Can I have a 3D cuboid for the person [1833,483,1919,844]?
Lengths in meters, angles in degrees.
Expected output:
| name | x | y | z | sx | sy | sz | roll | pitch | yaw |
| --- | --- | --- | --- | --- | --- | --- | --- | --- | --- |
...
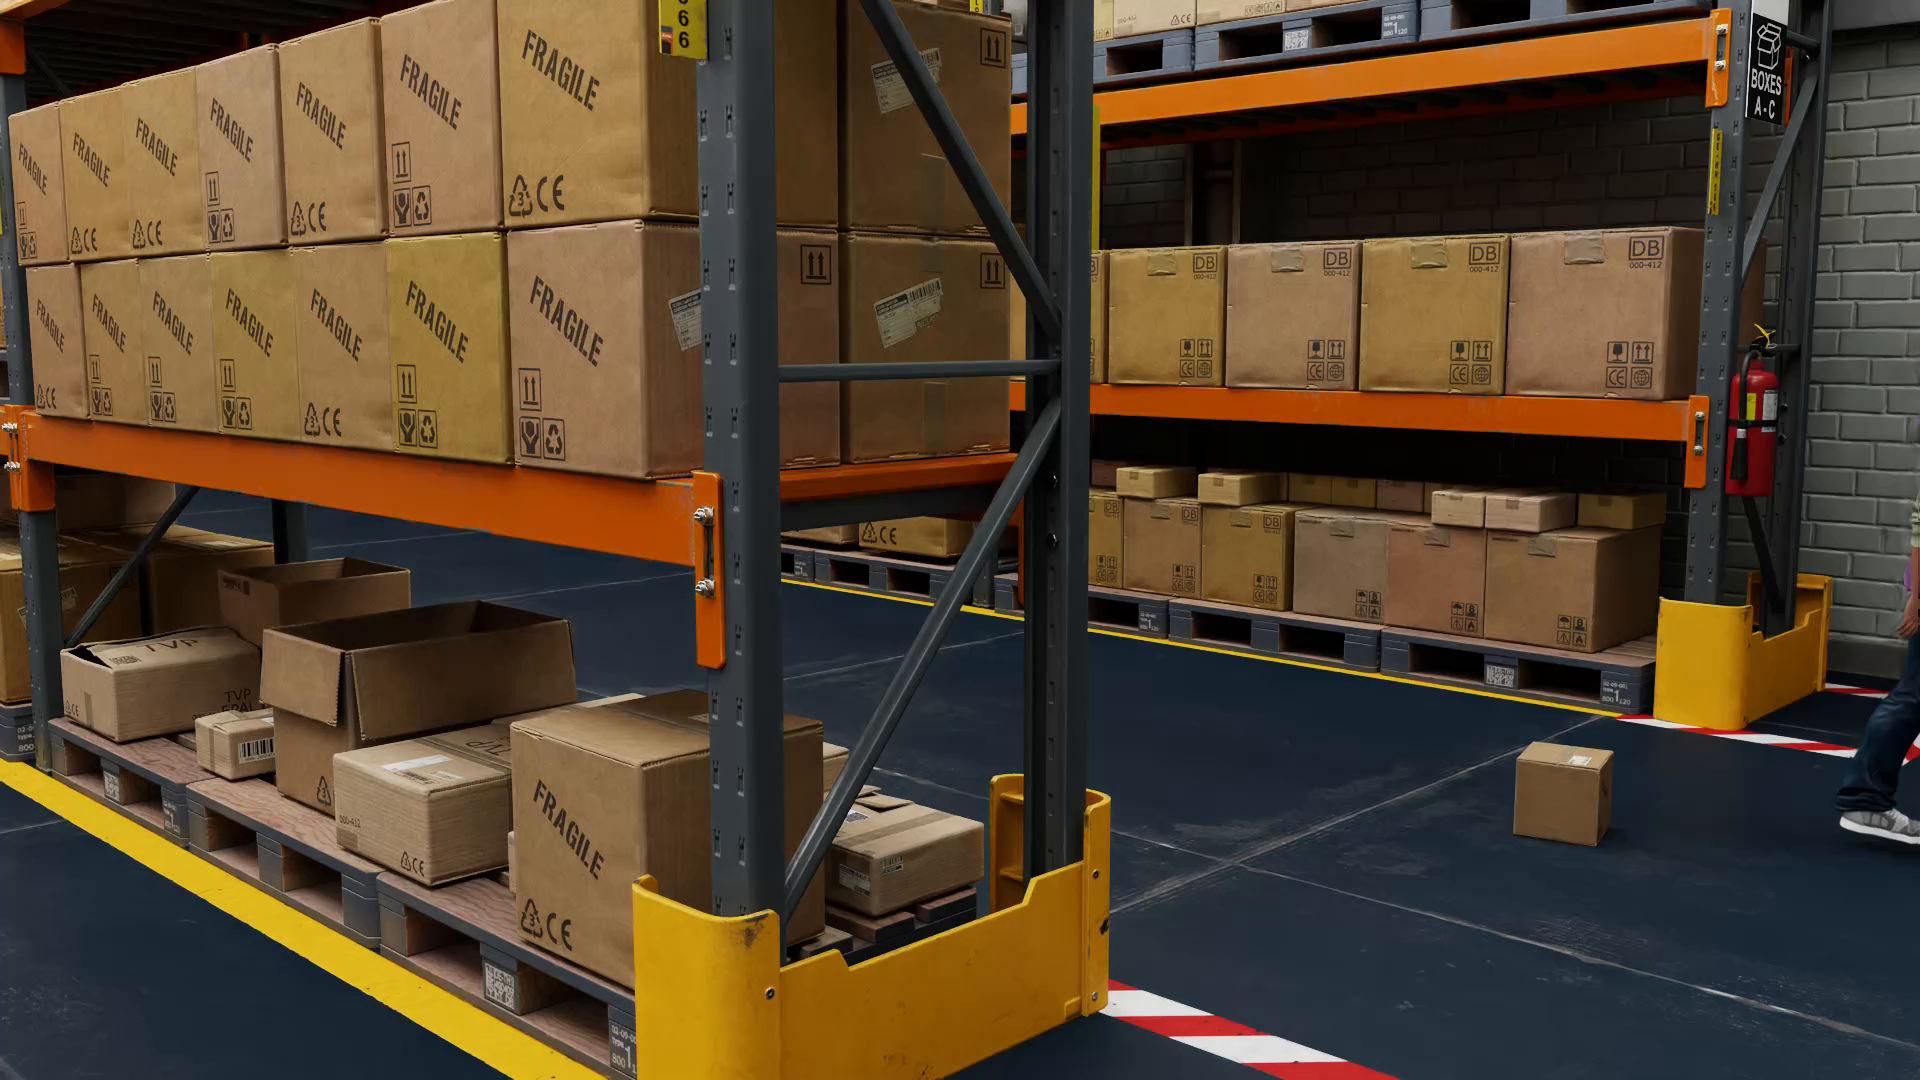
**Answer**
| name | x | y | z | sx | sy | sz | roll | pitch | yaw |
| --- | --- | --- | --- | --- | --- | --- | --- | --- | --- |
| person | 3.022 | 0.182 | 4.916 | 0.701 | 1.624 | 0.415 | 5 | 9 | 32 |
